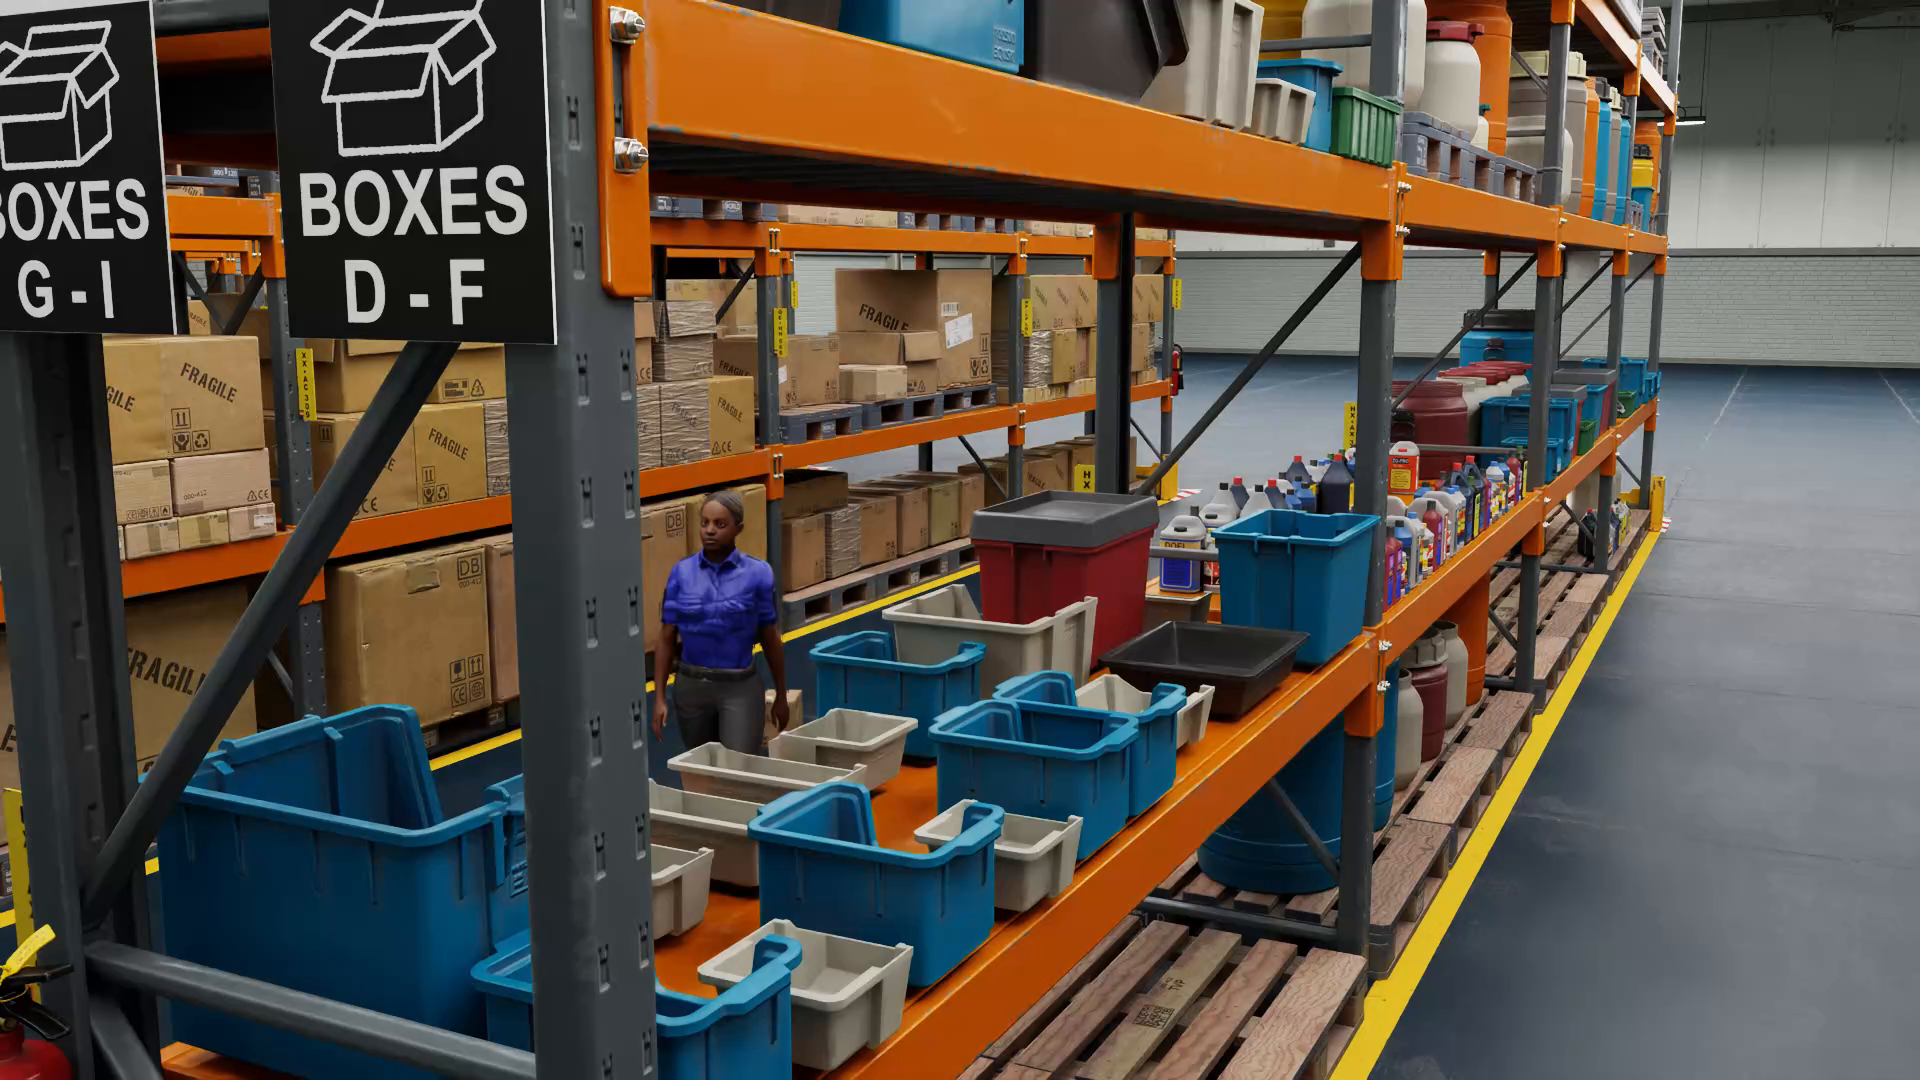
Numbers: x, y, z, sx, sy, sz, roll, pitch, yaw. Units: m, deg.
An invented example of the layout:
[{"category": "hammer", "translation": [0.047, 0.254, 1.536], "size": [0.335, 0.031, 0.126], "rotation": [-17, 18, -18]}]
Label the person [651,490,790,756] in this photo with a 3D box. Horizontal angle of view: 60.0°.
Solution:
[{"category": "person", "translation": [-0.949, 0.635, 6.427], "size": [0.483, 1.637, 0.875], "rotation": [1, 9, 8]}]
